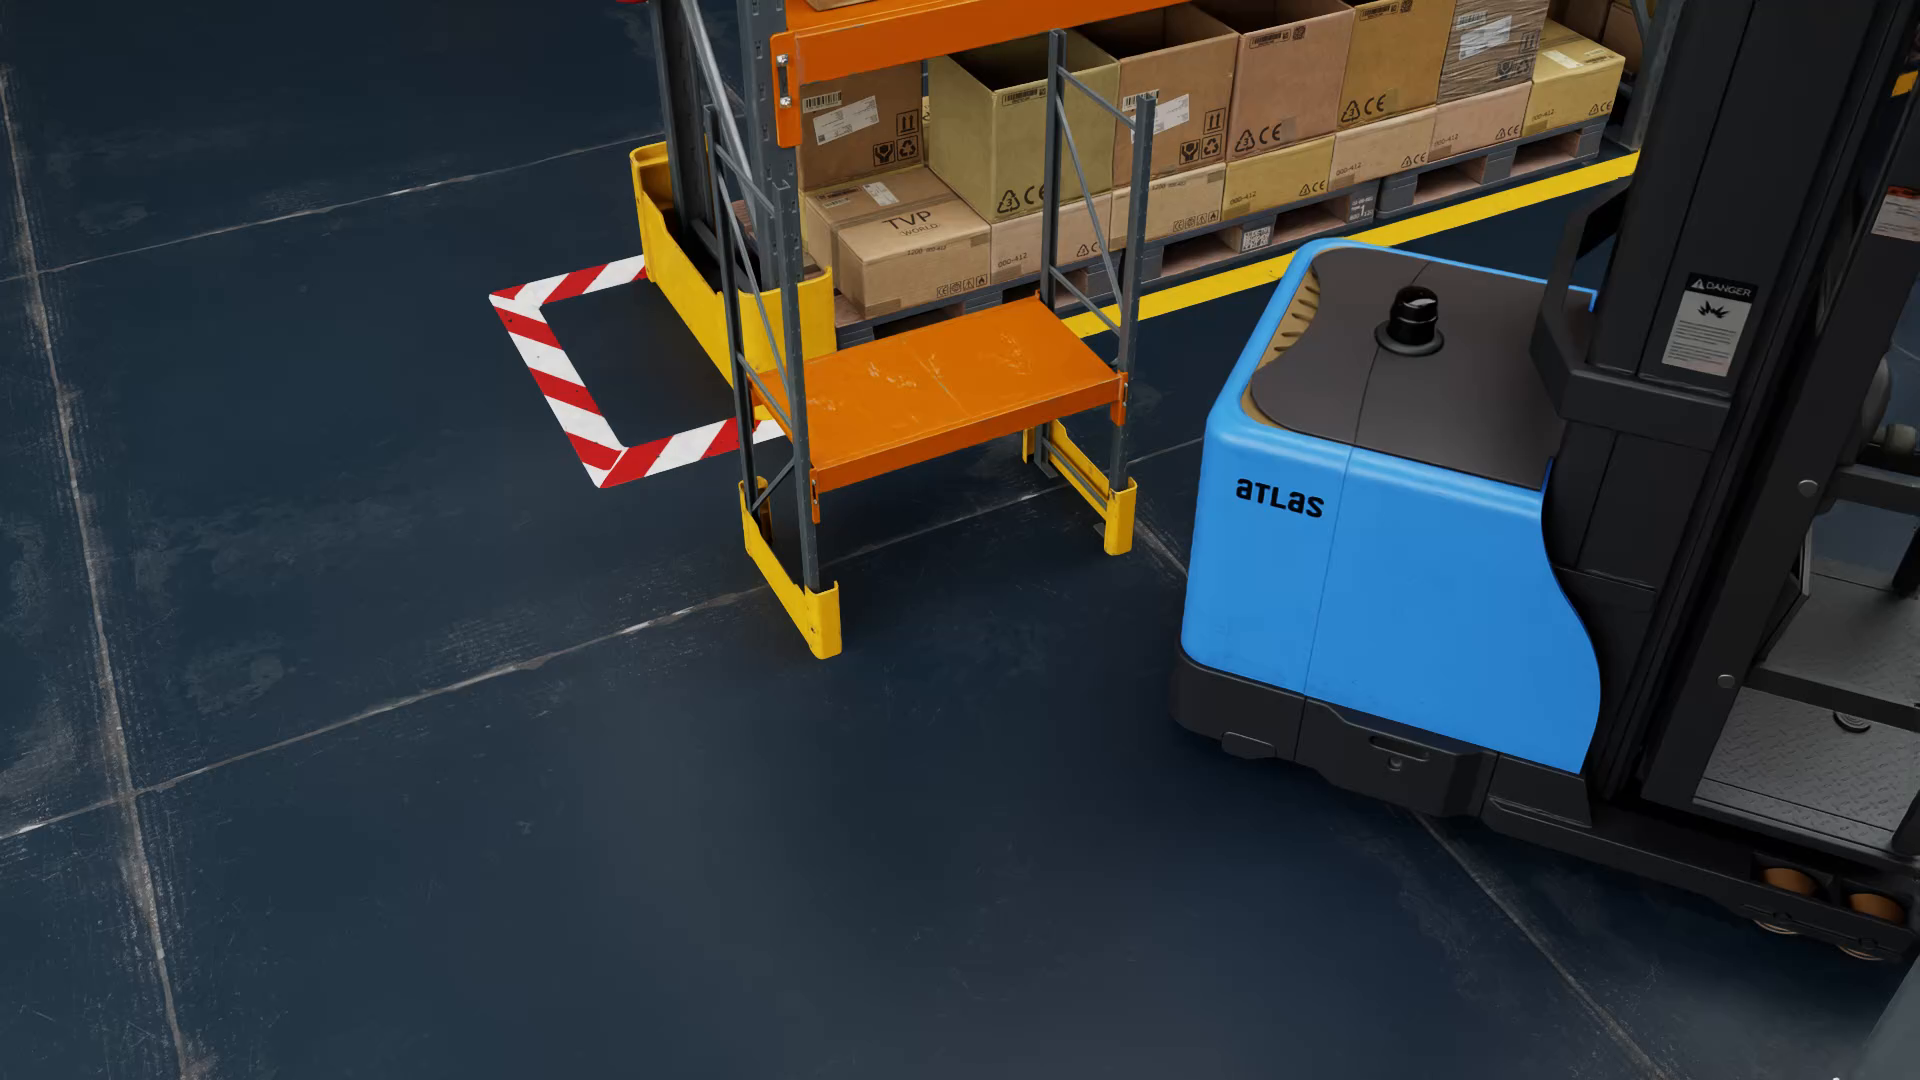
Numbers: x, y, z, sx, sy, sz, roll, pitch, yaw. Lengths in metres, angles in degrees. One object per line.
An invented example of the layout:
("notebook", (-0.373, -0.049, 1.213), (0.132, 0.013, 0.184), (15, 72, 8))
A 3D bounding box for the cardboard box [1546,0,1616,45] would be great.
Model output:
("cardboard box", (2.978, -2.530, 7.720), (0.500, 0.250, 0.500), (-19, 44, -21))

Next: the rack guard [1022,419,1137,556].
("rack guard", (0.374, -0.221, 5.318), (0.087, 0.250, 0.587), (-19, 44, -21))

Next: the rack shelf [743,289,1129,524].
("rack shelf", (-0.076, -0.410, 4.852), (1.000, 0.185, 0.538), (-19, 44, -21))

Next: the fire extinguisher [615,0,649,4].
("fire extinguisher", (-1.123, -2.137, 5.512), (0.183, 0.674, 0.296), (-19, 44, -21))

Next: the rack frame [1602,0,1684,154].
("rack frame", (2.744, -3.129, 6.625), (0.127, 3.000, 1.000), (-19, 44, -21))

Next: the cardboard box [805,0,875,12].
("cardboard box", (-0.384, -2.105, 5.338), (0.500, 0.500, 0.700), (-19, 44, -21))

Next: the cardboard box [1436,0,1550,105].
("cardboard box", (1.985, -2.120, 6.655), (0.500, 0.500, 0.500), (-19, 44, -21))

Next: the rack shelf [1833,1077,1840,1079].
("rack shelf", (3.255, 0.582, 2.798), (4.000, 0.370, 1.077), (-19, 44, -21))

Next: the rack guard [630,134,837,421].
("rack guard", (-0.825, -0.974, 6.014), (0.348, 0.500, 1.175), (-19, 44, -21))

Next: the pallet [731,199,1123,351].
("pallet", (-0.145, -1.123, 6.413), (1.213, 0.211, 1.003), (-19, 44, -21))

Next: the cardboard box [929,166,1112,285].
("cardboard box", (0.217, -1.230, 6.184), (0.500, 0.250, 0.500), (-19, 44, -21))

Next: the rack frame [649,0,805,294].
("rack frame", (-0.804, -1.935, 5.214), (0.127, 3.000, 1.000), (-19, 44, -21))

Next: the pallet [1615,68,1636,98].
("pallet", (3.379, -2.307, 7.812), (1.213, 0.211, 1.003), (-19, 44, -21))

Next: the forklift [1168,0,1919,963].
("forklift", (2.140, -0.492, 3.562), (3.031, 2.935, 1.130), (16, 43, 18))

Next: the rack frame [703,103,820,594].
("rack frame", (-0.527, -0.395, 4.556), (0.032, 1.500, 0.500), (-19, 44, -21))

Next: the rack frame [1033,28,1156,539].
("rack frame", (0.375, -0.699, 4.915), (0.032, 1.500, 0.500), (-19, 44, -21))

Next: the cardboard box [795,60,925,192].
("cardboard box", (-0.465, -1.663, 6.115), (0.500, 0.500, 0.500), (-19, 44, -21))

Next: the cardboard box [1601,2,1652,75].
("cardboard box", (3.216, -2.218, 7.352), (0.500, 0.250, 0.500), (-20, 44, -22))

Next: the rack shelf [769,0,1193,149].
("rack shelf", (0.970, -2.257, 6.152), (4.000, 0.370, 1.077), (-19, 44, -21))

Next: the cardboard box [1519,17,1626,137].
("cardboard box", (2.434, -1.976, 7.066), (0.500, 0.250, 0.500), (-19, 44, -21))

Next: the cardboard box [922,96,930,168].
("cardboard box", (-0.027, -1.531, 6.541), (0.500, 0.250, 0.500), (-19, 44, -21))

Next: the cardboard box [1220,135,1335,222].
("cardboard box", (1.106, -1.525, 6.533), (0.500, 0.250, 0.500), (-19, 44, -21))

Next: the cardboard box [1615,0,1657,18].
("cardboard box", (3.226, -2.434, 7.173), (0.500, 0.311, 0.500), (-18, 44, -20))

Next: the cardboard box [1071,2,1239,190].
("cardboard box", (0.655, -1.672, 6.126), (0.500, 0.500, 0.500), (-19, 44, -21))

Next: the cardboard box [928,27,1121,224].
("cardboard box", (0.217, -1.515, 5.941), (0.500, 0.500, 0.500), (-19, 44, -21))

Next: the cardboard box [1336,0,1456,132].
("cardboard box", (1.543, -1.968, 6.476), (0.500, 0.500, 0.500), (-19, 44, -21))

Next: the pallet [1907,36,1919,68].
("pallet", (4.463, -2.674, 8.245), (1.213, 0.211, 1.003), (-19, 44, -21))

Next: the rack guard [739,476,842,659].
("rack guard", (-0.509, 0.076, 4.967), (0.087, 0.250, 0.587), (-19, 44, -21))

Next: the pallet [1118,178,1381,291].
("pallet", (0.936, -1.485, 6.840), (1.213, 0.211, 1.003), (-19, 44, -21))

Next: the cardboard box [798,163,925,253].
("cardboard box", (-0.464, -1.375, 6.356), (0.500, 0.250, 0.500), (-19, 44, -21))

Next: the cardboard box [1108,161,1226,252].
("cardboard box", (0.660, -1.379, 6.360), (0.500, 0.250, 0.500), (-19, 44, -21))

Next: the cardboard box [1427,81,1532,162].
("cardboard box", (1.986, -1.833, 6.896), (0.500, 0.250, 0.500), (-19, 44, -21))

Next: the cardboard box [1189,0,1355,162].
("cardboard box", (1.106, -1.811, 6.290), (0.500, 0.500, 0.500), (-19, 44, -21))

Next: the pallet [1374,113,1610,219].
("pallet", (2.019, -1.851, 7.274), (1.213, 0.211, 1.003), (-19, 44, -21))

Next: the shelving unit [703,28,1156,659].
("shelving unit", (-0.068, -0.550, 4.739), (1.083, 1.500, 0.587), (-19, 44, -21))

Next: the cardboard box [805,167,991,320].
("cardboard box", (-0.225, -1.079, 6.006), (0.500, 0.250, 0.500), (-19, 44, -21))

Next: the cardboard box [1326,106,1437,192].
("cardboard box", (1.549, -1.675, 6.710), (0.500, 0.250, 0.500), (-19, 44, -21))
